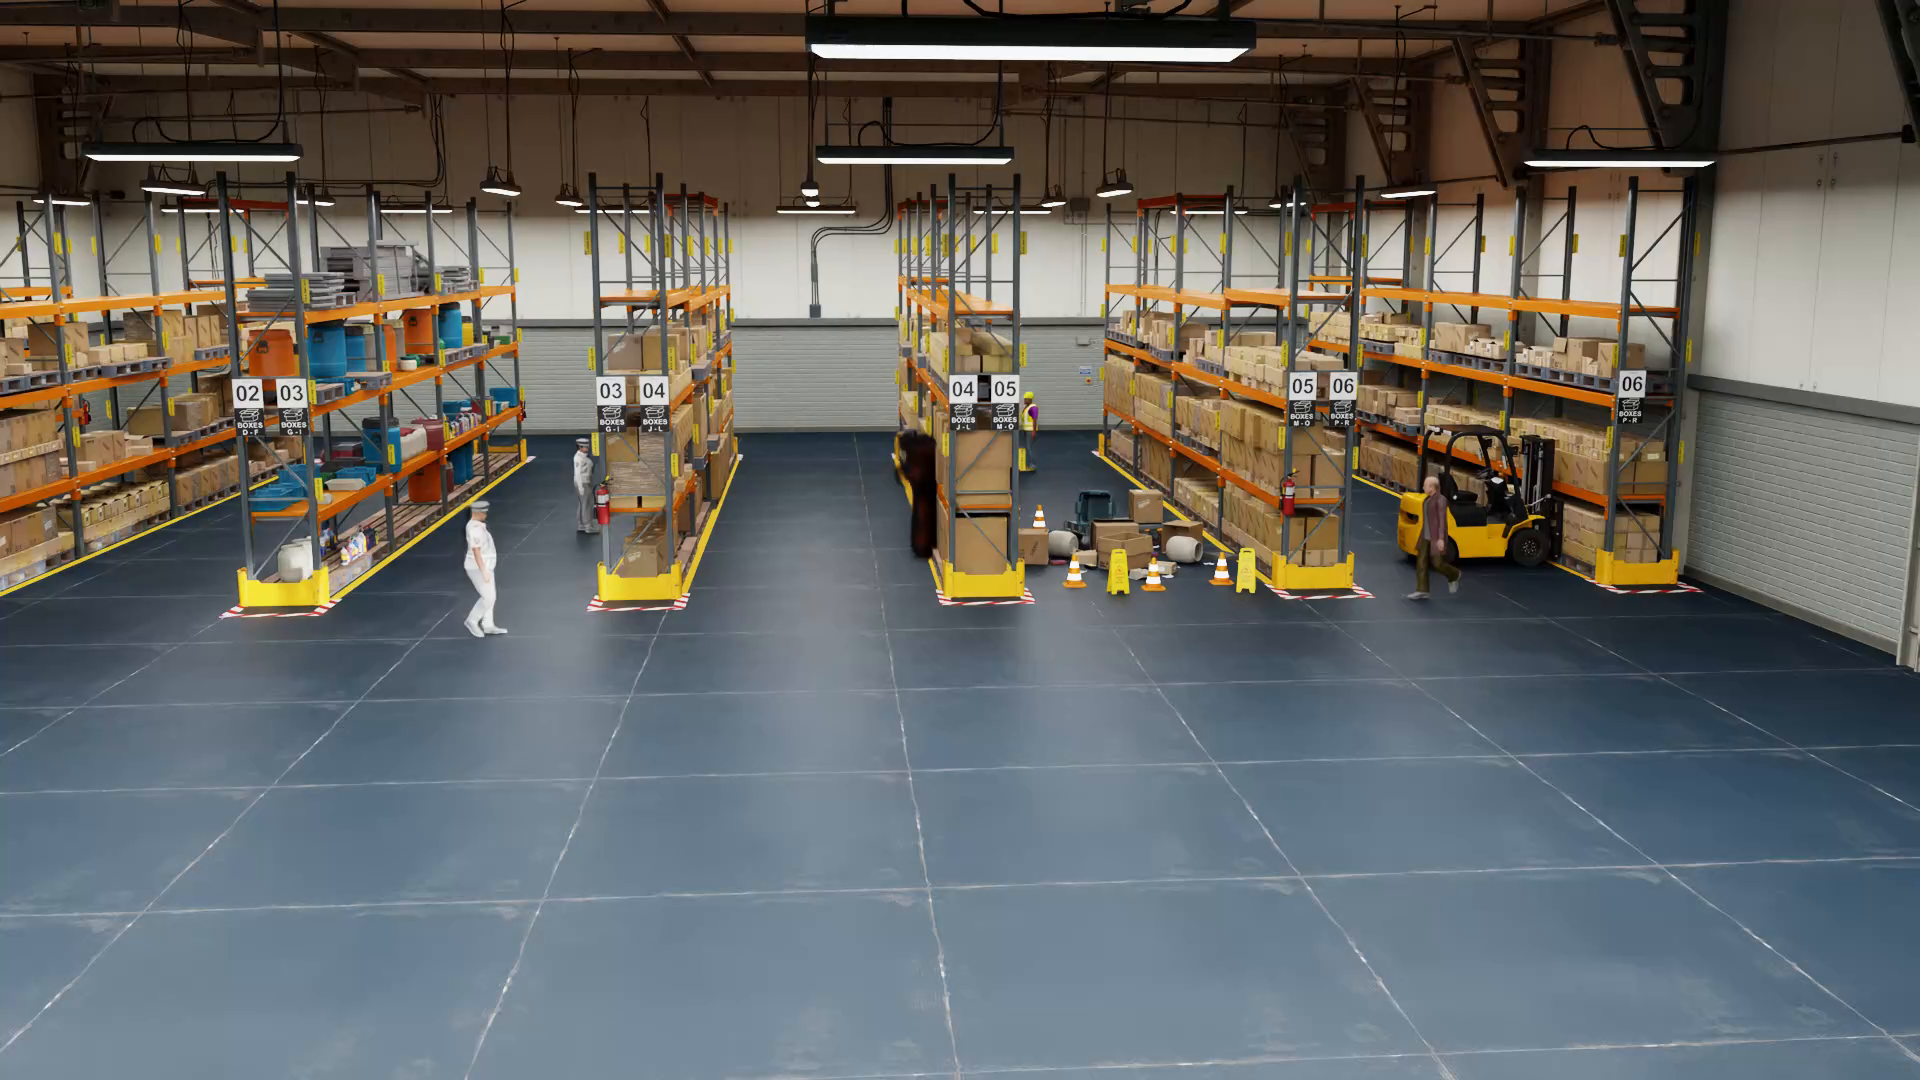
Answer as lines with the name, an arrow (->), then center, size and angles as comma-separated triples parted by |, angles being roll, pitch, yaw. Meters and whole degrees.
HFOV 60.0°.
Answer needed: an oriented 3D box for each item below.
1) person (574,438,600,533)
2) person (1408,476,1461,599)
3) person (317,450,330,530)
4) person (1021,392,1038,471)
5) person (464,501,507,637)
person -> -6.588, -0.964, 29.331 | 0.405, 1.665, 0.540 | -2, 10, -10
person -> 6.839, -0.031, 23.769 | 0.808, 1.769, 0.547 | -6, 12, -30
person -> -10.788, -0.726, 28.263 | 0.518, 1.630, 0.365 | -5, 11, -25
person -> 1.546, -2.453, 37.457 | 0.356, 1.768, 0.653 | -3, 10, -15
person -> -6.178, 0.379, 21.537 | 0.504, 1.751, 0.546 | 0, 10, -1
